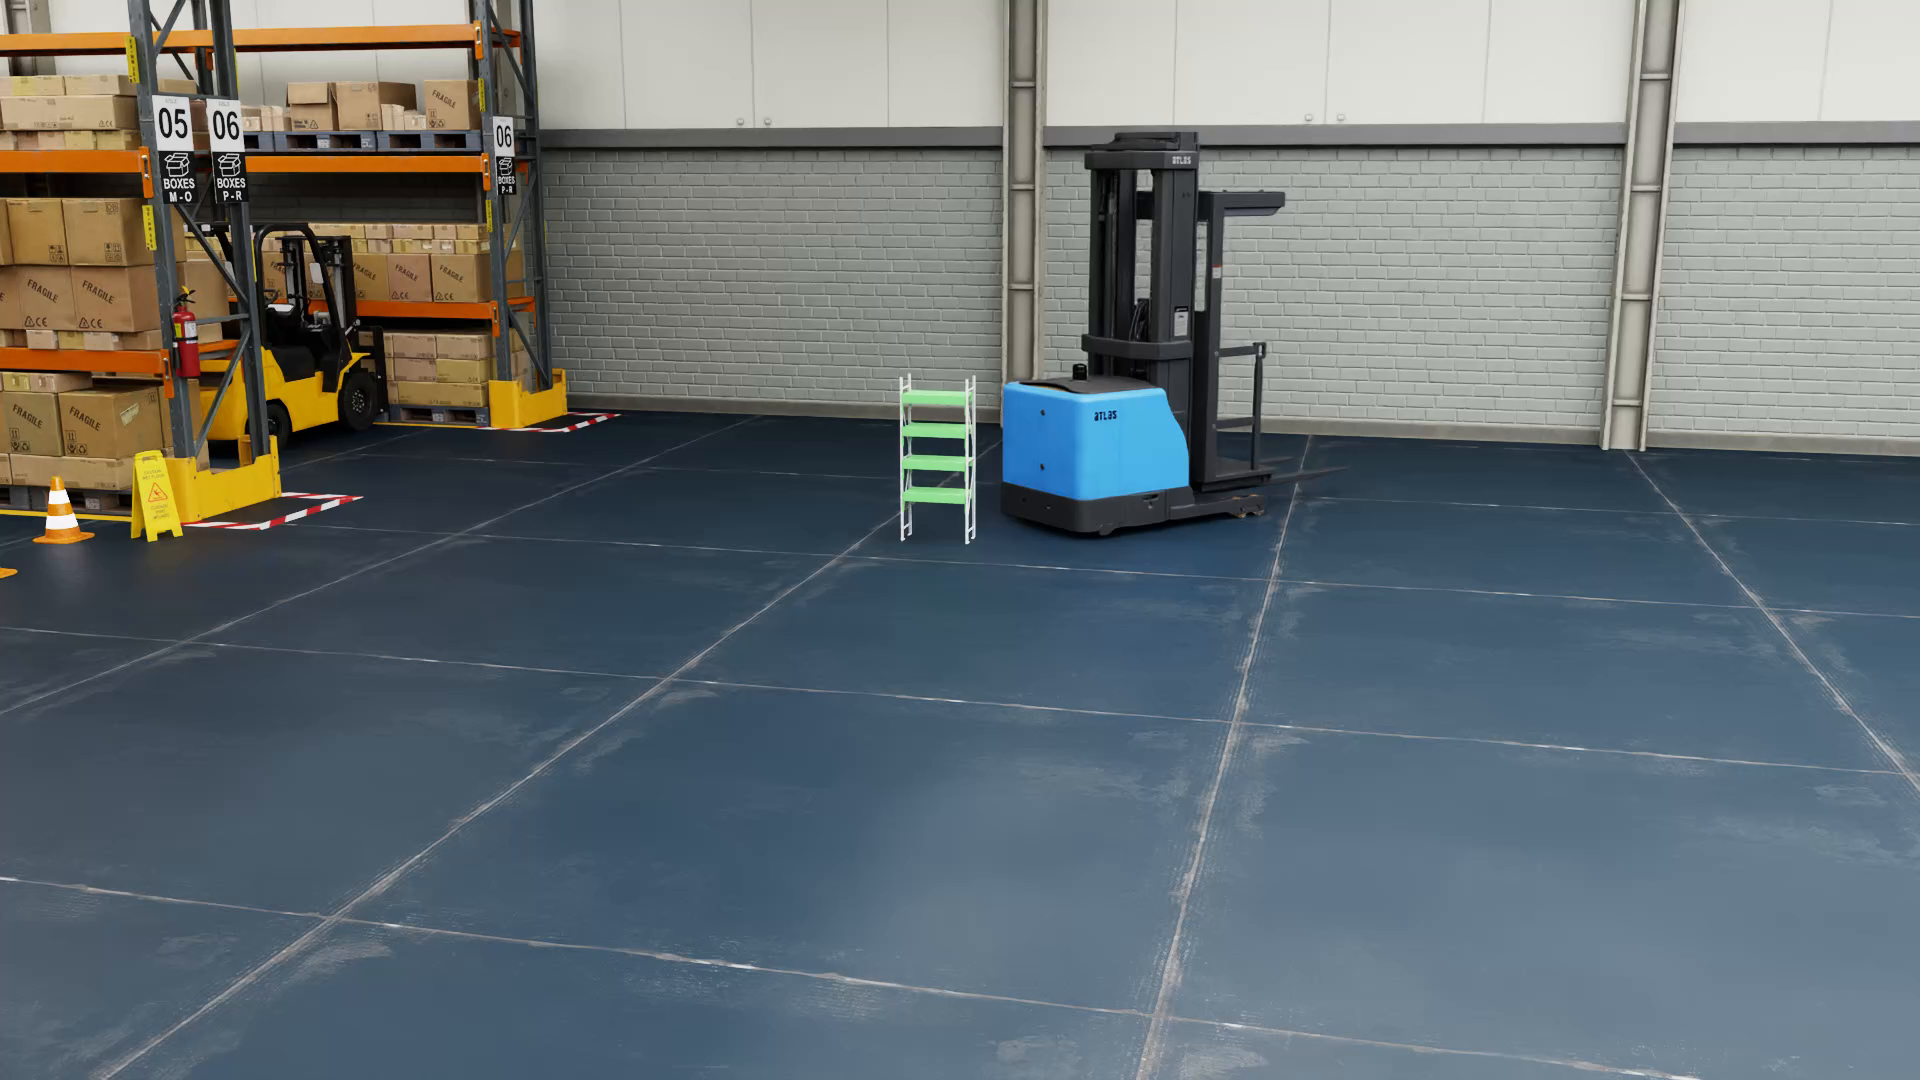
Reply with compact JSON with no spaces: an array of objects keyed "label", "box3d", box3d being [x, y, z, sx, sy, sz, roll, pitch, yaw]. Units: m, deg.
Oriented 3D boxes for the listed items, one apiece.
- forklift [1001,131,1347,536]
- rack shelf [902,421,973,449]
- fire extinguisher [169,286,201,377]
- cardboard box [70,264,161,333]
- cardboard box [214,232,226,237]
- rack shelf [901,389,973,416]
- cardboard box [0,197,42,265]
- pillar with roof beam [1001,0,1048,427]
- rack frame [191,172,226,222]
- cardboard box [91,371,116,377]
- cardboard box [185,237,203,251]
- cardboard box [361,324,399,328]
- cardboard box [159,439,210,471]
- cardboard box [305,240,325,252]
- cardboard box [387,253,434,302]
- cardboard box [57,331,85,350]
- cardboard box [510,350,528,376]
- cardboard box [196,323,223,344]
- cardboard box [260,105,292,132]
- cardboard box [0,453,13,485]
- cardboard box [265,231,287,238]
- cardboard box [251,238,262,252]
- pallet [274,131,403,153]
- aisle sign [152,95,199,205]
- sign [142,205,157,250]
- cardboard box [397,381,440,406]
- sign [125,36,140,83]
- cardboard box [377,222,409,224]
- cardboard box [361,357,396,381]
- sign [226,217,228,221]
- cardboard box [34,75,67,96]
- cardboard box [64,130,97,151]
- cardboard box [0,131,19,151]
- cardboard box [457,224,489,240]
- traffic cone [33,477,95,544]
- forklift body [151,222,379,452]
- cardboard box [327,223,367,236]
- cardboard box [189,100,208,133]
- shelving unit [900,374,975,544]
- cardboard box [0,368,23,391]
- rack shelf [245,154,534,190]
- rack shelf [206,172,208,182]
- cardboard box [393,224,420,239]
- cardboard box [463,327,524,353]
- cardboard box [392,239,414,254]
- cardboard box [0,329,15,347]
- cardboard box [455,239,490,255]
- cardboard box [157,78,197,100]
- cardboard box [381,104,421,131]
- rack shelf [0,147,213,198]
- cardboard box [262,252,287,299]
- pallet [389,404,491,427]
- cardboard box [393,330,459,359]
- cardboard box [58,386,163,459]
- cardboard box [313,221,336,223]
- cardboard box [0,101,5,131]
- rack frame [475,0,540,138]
[{"label":"forklift","box3d":[1.815,-1.686,13.067,3.031,2.935,1.130,-9,15,-34]},{"label":"rack shelf","box3d":[-0.161,-0.766,12.104,0.480,0.148,0.258,3,13,14]},{"label":"fire extinguisher","box3d":[-5.885,-1.582,12.616,0.183,0.674,0.296,3,13,14]},{"label":"cardboard box","box3d":[-6.479,-1.887,12.894,0.500,0.500,0.500,3,13,13]},{"label":"cardboard box","box3d":[-8.065,-3.415,18.284,0.250,0.149,0.380,3,13,14]},{"label":"rack shelf","box3d":[-0.161,-1.001,12.052,0.480,0.148,0.258,3,13,14]},{"label":"cardboard box","box3d":[-7.444,-2.418,12.980,0.500,0.500,0.700,3,13,13]},{"label":"pillar with roof beam","box3d":[-0.367,-4.704,12.660,0.400,9.000,9.100,3,13,14]},{"label":"rack frame","box3d":[-8.584,-2.974,18.712,0.127,3.000,1.000,3,13,14]},{"label":"cardboard box","box3d":[-9.845,-2.086,19.224,0.625,0.625,0.875,3,13,13]},{"label":"cardboard box","box3d":[-8.337,-3.267,18.307,0.250,0.149,0.380,3,13,13]},{"label":"cardboard box","box3d":[-6.586,-2.263,18.580,0.500,0.250,0.500,3,13,12]},{"label":"cardboard box","box3d":[-6.603,-0.685,13.774,0.500,0.250,0.500,3,13,13]},{"label":"cardboard box","box3d":[-6.841,-3.183,17.927,0.250,0.149,0.380,3,13,12]},{"label":"cardboard box","box3d":[-5.742,-2.814,17.762,0.500,0.500,0.500,3,13,15]},{"label":"cardboard box","box3d":[-6.817,-1.582,13.017,0.250,0.149,0.380,3,13,13]},{"label":"cardboard box","box3d":[-5.107,-1.941,18.282,0.500,0.250,0.500,3,13,15]},{"label":"cardboard box","box3d":[-6.166,-1.661,13.374,0.250,0.149,0.380,3,13,14]},{"label":"cardboard box","box3d":[-7.216,-4.486,17.711,0.258,0.266,0.396,3,13,12]},{"label":"cardboard box","box3d":[-7.746,-0.625,13.503,0.500,0.250,0.500,3,13,12]},{"label":"cardboard box","box3d":[-7.336,-3.357,18.024,0.250,0.149,0.380,3,13,13]},{"label":"cardboard box","box3d":[-7.604,-3.218,18.086,0.250,0.149,0.380,3,13,15]},{"label":"pallet","box3d":[-6.569,-4.292,17.935,1.213,0.211,1.003,3,13,14]},{"label":"aisle sign","box3d":[-5.895,-2.927,12.500,0.004,0.787,0.394,3,13,14]},{"label":"sign","box3d":[-6.038,-2.326,12.390,0.005,0.325,0.100,3,13,14]},{"label":"cardboard box","box3d":[-5.713,-1.615,17.965,0.500,0.250,0.500,3,13,14]},{"label":"sign","box3d":[-6.038,-3.503,12.129,0.005,0.325,0.100,3,13,14]},{"label":"cardboard box","box3d":[-6.211,-3.429,18.351,0.250,0.149,0.380,3,13,12]},{"label":"cardboard box","box3d":[-6.238,-1.883,18.021,0.500,0.250,0.500,3,13,12]},{"label":"sign","box3d":[-8.452,-3.552,19.136,0.005,0.325,0.100,3,13,14]},{"label":"cardboard box","box3d":[-6.778,-3.440,12.625,0.250,0.149,0.380,3,13,13]},{"label":"cardboard box","box3d":[-6.549,-3.030,12.619,0.250,0.149,0.380,3,13,14]},{"label":"cardboard box","box3d":[-7.282,-3.081,12.849,0.250,0.149,0.380,3,13,13]},{"label":"cardboard box","box3d":[-5.098,-3.251,17.547,0.250,0.149,0.380,3,13,14]},{"label":"traffic cone","box3d":[-6.612,-0.235,12.224,0.334,0.463,0.336,3,13,14]},{"label":"forklift body","box3d":[-6.978,-2.067,16.583,1.214,2.155,2.313,3,13,14]},{"label":"cardboard box","box3d":[-6.589,-3.330,17.901,0.250,0.149,0.380,3,13,14]},{"label":"cardboard box","box3d":[-6.310,-3.341,13.100,0.500,0.250,0.500,3,13,13]},{"label":"shelving unit","box3d":[-0.161,-0.594,12.142,0.503,1.200,0.258,3,13,14]},{"label":"cardboard box","box3d":[-7.597,-1.287,13.259,0.250,0.149,0.380,4,13,16]},{"label":"rack shelf","box3d":[-6.642,-3.983,17.998,4.000,0.370,1.077,3,13,14]},{"label":"rack shelf","box3d":[-10.525,-4.191,18.933,4.000,0.370,1.077,3,13,14]},{"label":"cardboard box","box3d":[-5.830,-3.294,17.740,0.250,0.149,0.380,3,13,14]},{"label":"cardboard box","box3d":[-5.122,-2.182,18.213,0.500,0.250,0.500,3,13,13]},{"label":"cardboard box","box3d":[-5.834,-3.139,17.730,0.250,0.149,0.380,3,13,13]},{"label":"cardboard box","box3d":[-7.559,-1.626,13.216,0.250,0.149,0.380,3,13,13]},{"label":"cardboard box","box3d":[-5.104,-3.091,17.511,0.250,0.149,0.380,3,13,14]},{"label":"cardboard box","box3d":[-6.182,-3.515,12.963,0.250,0.149,0.380,3,13,13]},{"label":"cardboard box","box3d":[-5.824,-4.411,17.375,0.258,0.266,0.396,3,13,14]},{"label":"rack shelf","box3d":[-7.828,-2.939,13.292,4.000,0.370,1.077,3,13,14]},{"label":"cardboard box","box3d":[-7.214,-2.895,18.127,0.500,0.500,0.500,3,13,13]},{"label":"pallet","box3d":[-5.453,-1.436,18.218,1.213,0.211,1.003,3,13,14]},{"label":"cardboard box","box3d":[-5.719,-2.101,17.847,0.500,0.250,0.500,3,13,15]},{"label":"cardboard box","box3d":[-6.726,-0.938,13.182,0.500,0.500,0.500,3,13,14]},{"label":"cardboard box","box3d":[-6.966,-3.458,18.481,0.250,0.149,0.380,3,13,13]},{"label":"cardboard box","box3d":[-7.440,-3.281,12.830,0.500,0.250,0.500,3,13,15]},{"label":"rack frame","box3d":[-4.700,-5.695,17.127,0.127,3.000,1.000,3,13,14]}]
